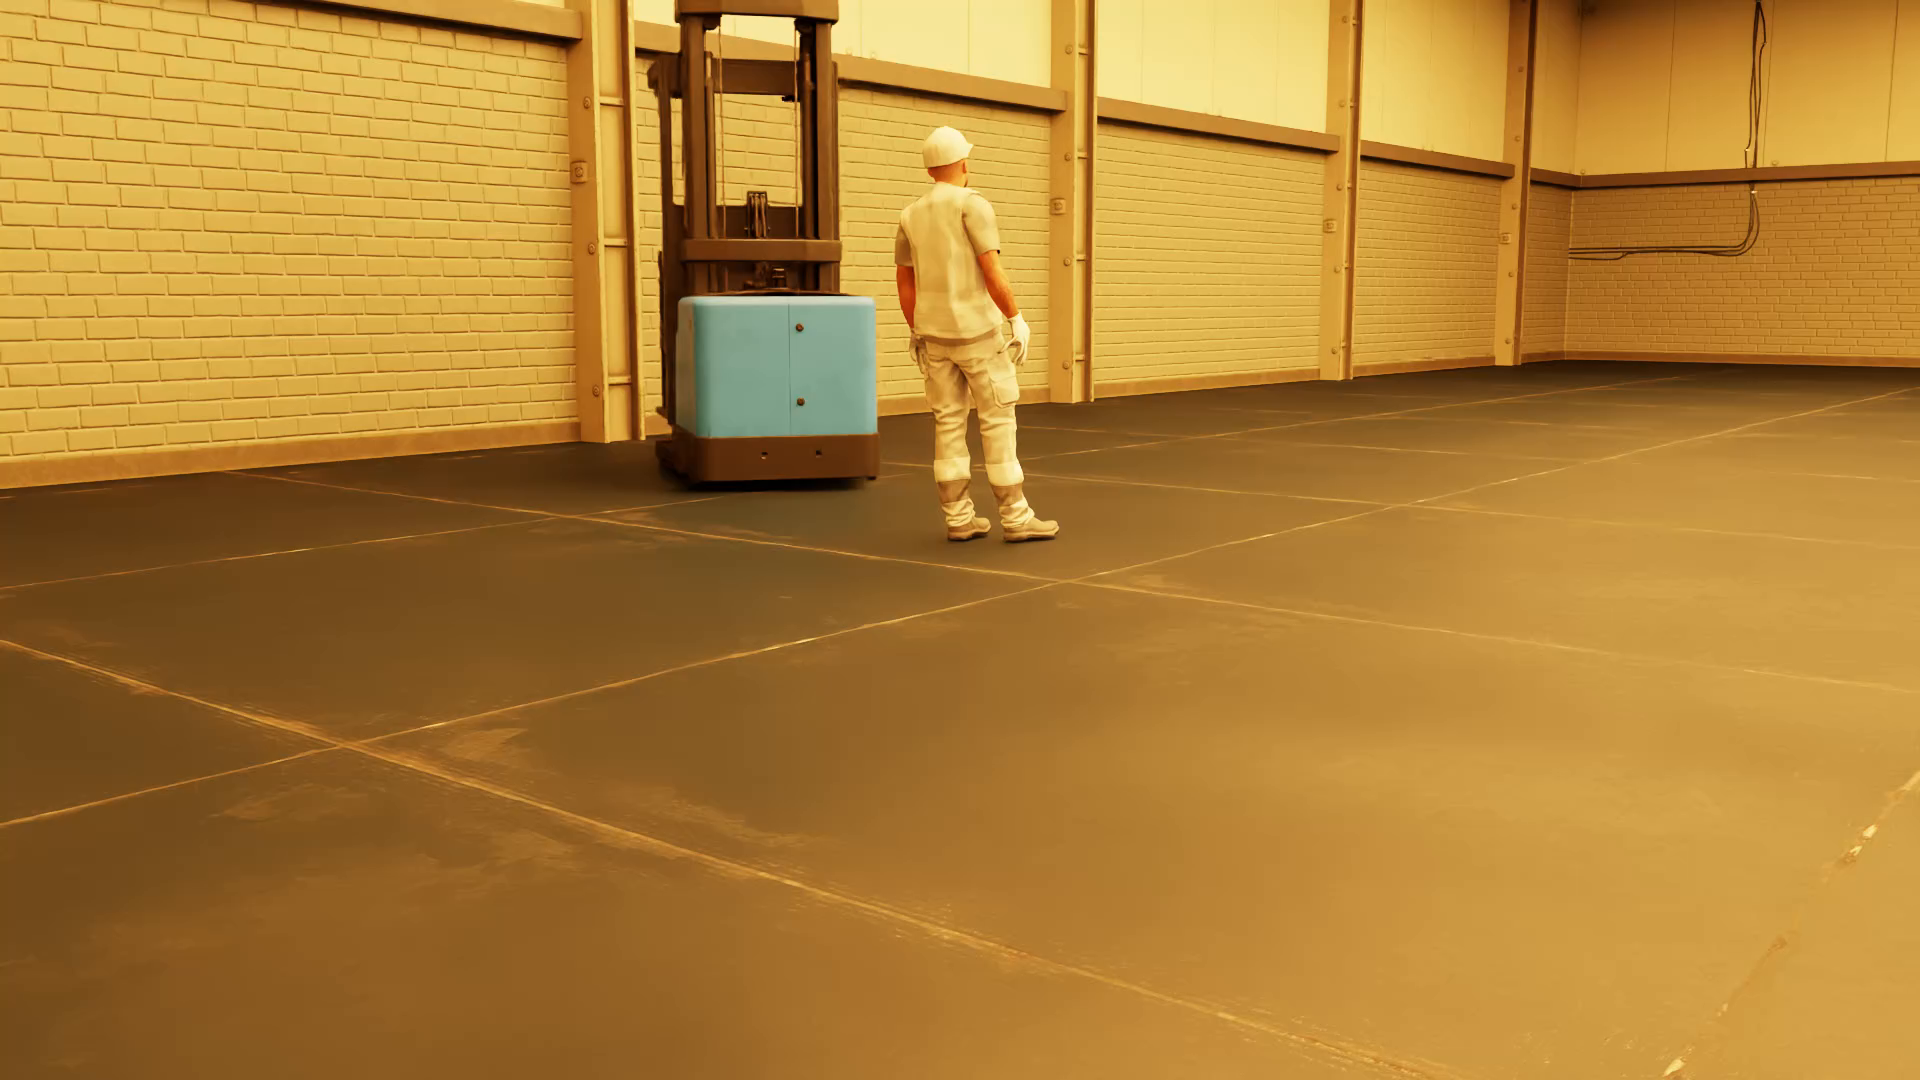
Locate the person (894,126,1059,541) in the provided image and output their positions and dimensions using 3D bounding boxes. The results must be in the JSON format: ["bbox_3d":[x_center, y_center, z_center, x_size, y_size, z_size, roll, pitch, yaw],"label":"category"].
[{"bbox_3d":[0.060,-0.900,7.328,0.637,1.787,0.564,7,11,38],"label":"person"}]

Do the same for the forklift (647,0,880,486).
[{"bbox_3d":[-1.351,-1.927,10.450,1.130,2.935,3.031,-2,9,-16],"label":"forklift"}]
